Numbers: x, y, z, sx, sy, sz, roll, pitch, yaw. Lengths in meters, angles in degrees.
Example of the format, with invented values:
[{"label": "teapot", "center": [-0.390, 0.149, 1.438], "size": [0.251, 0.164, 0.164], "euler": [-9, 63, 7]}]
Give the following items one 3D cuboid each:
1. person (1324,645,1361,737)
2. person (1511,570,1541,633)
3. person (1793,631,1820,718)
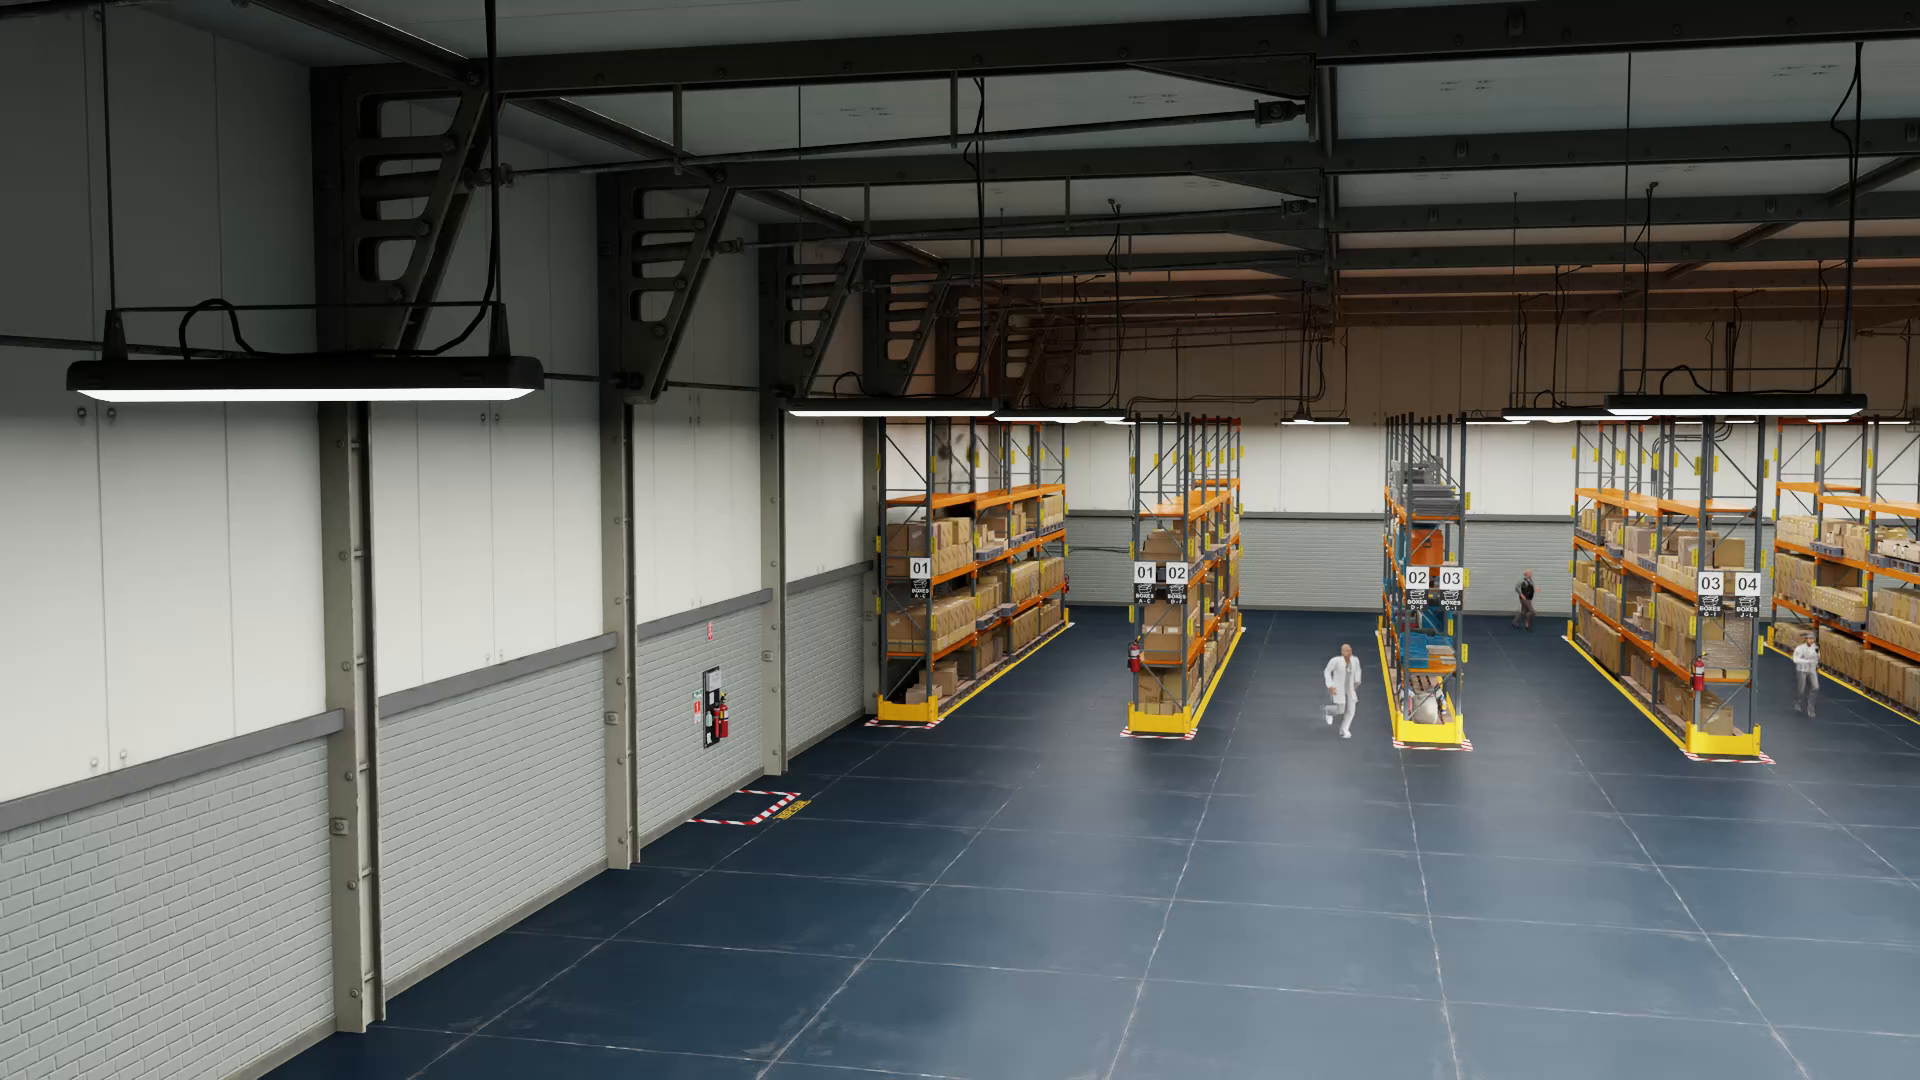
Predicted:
[{"label": "person", "center": [7.111, 2.772, 30.983], "size": [0.722, 1.707, 0.777], "euler": [-1, 4, -15]}, {"label": "person", "center": [15.877, 1.718, 46.676], "size": [0.779, 1.785, 0.642], "euler": [3, 5, 35]}, {"label": "person", "center": [16.815, 2.651, 33.075], "size": [0.621, 1.727, 0.827], "euler": [0, 4, 0]}]
